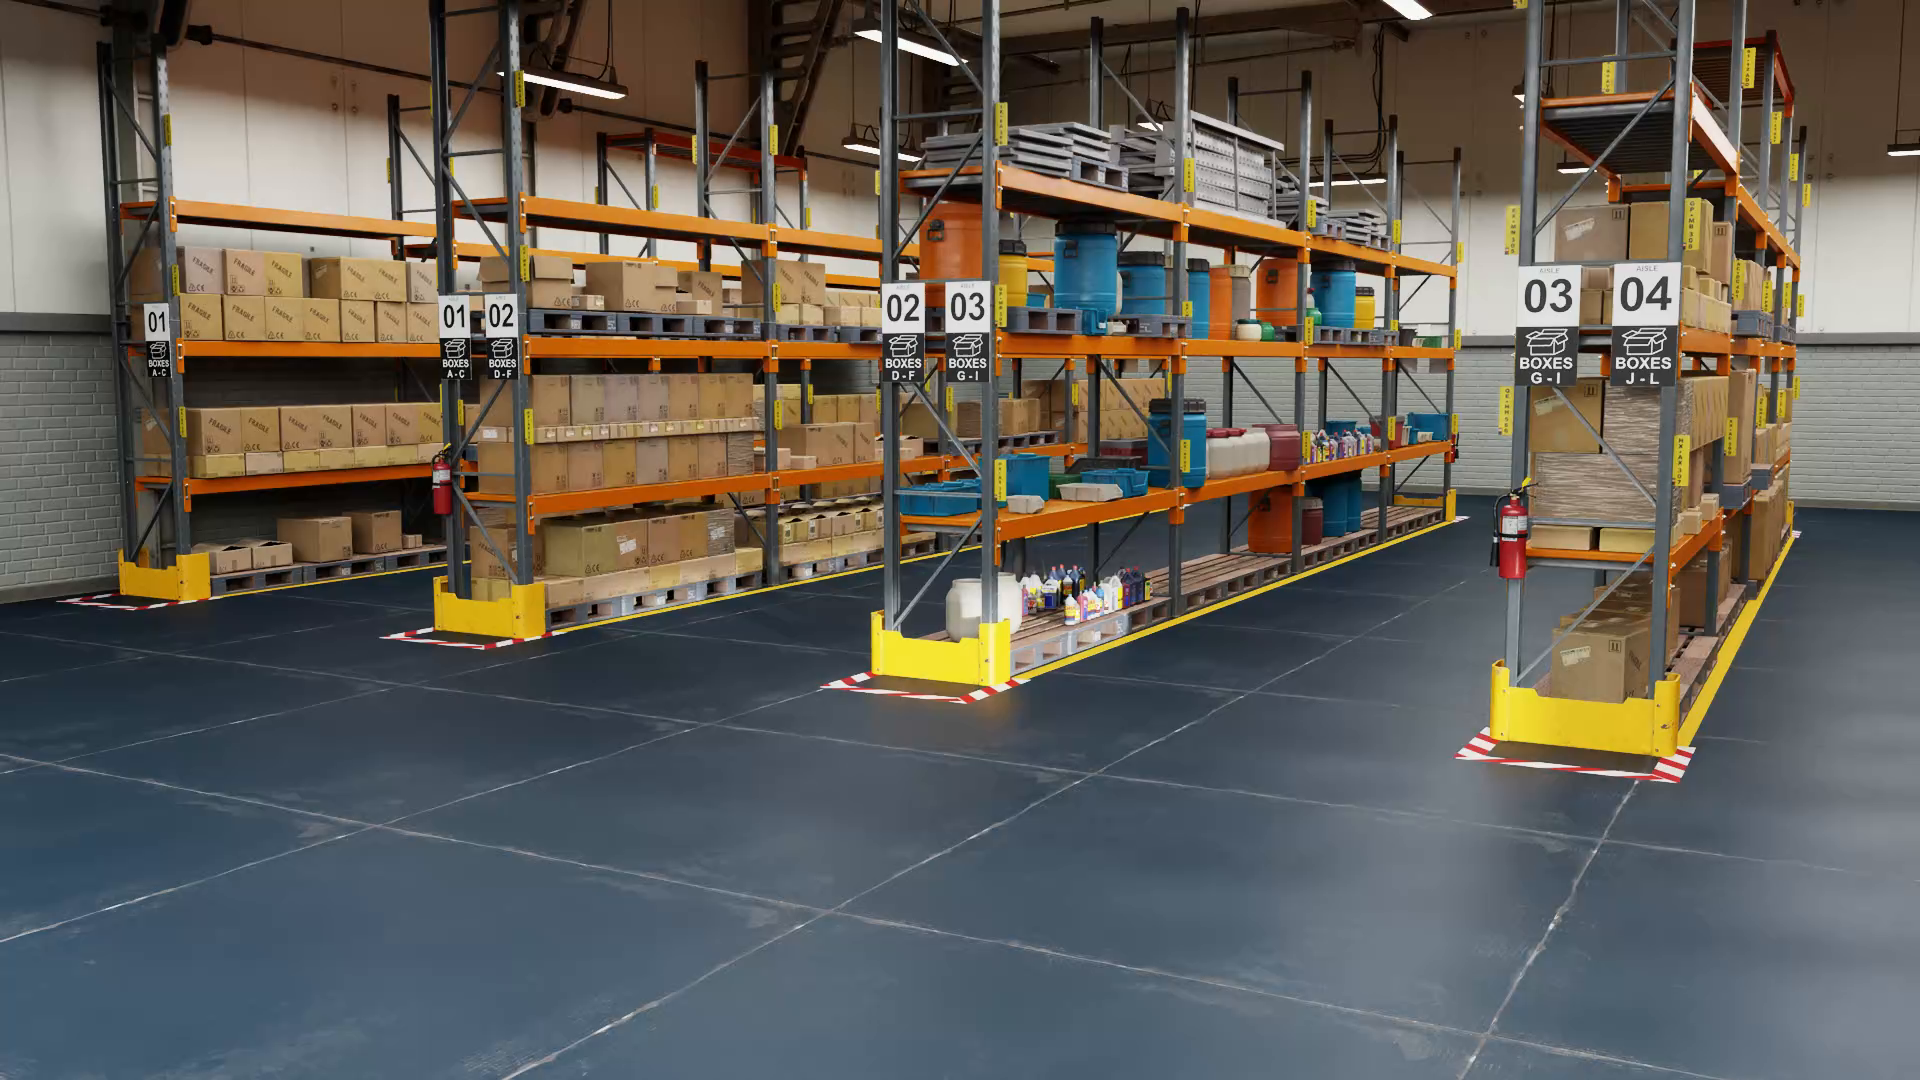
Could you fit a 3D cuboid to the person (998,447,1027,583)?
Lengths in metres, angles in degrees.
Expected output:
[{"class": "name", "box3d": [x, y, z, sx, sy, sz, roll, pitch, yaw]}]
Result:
[{"class": "person", "box3d": [0.541, -0.190, 18.146, 0.478, 1.663, 0.405, 3, 7, 28]}]
